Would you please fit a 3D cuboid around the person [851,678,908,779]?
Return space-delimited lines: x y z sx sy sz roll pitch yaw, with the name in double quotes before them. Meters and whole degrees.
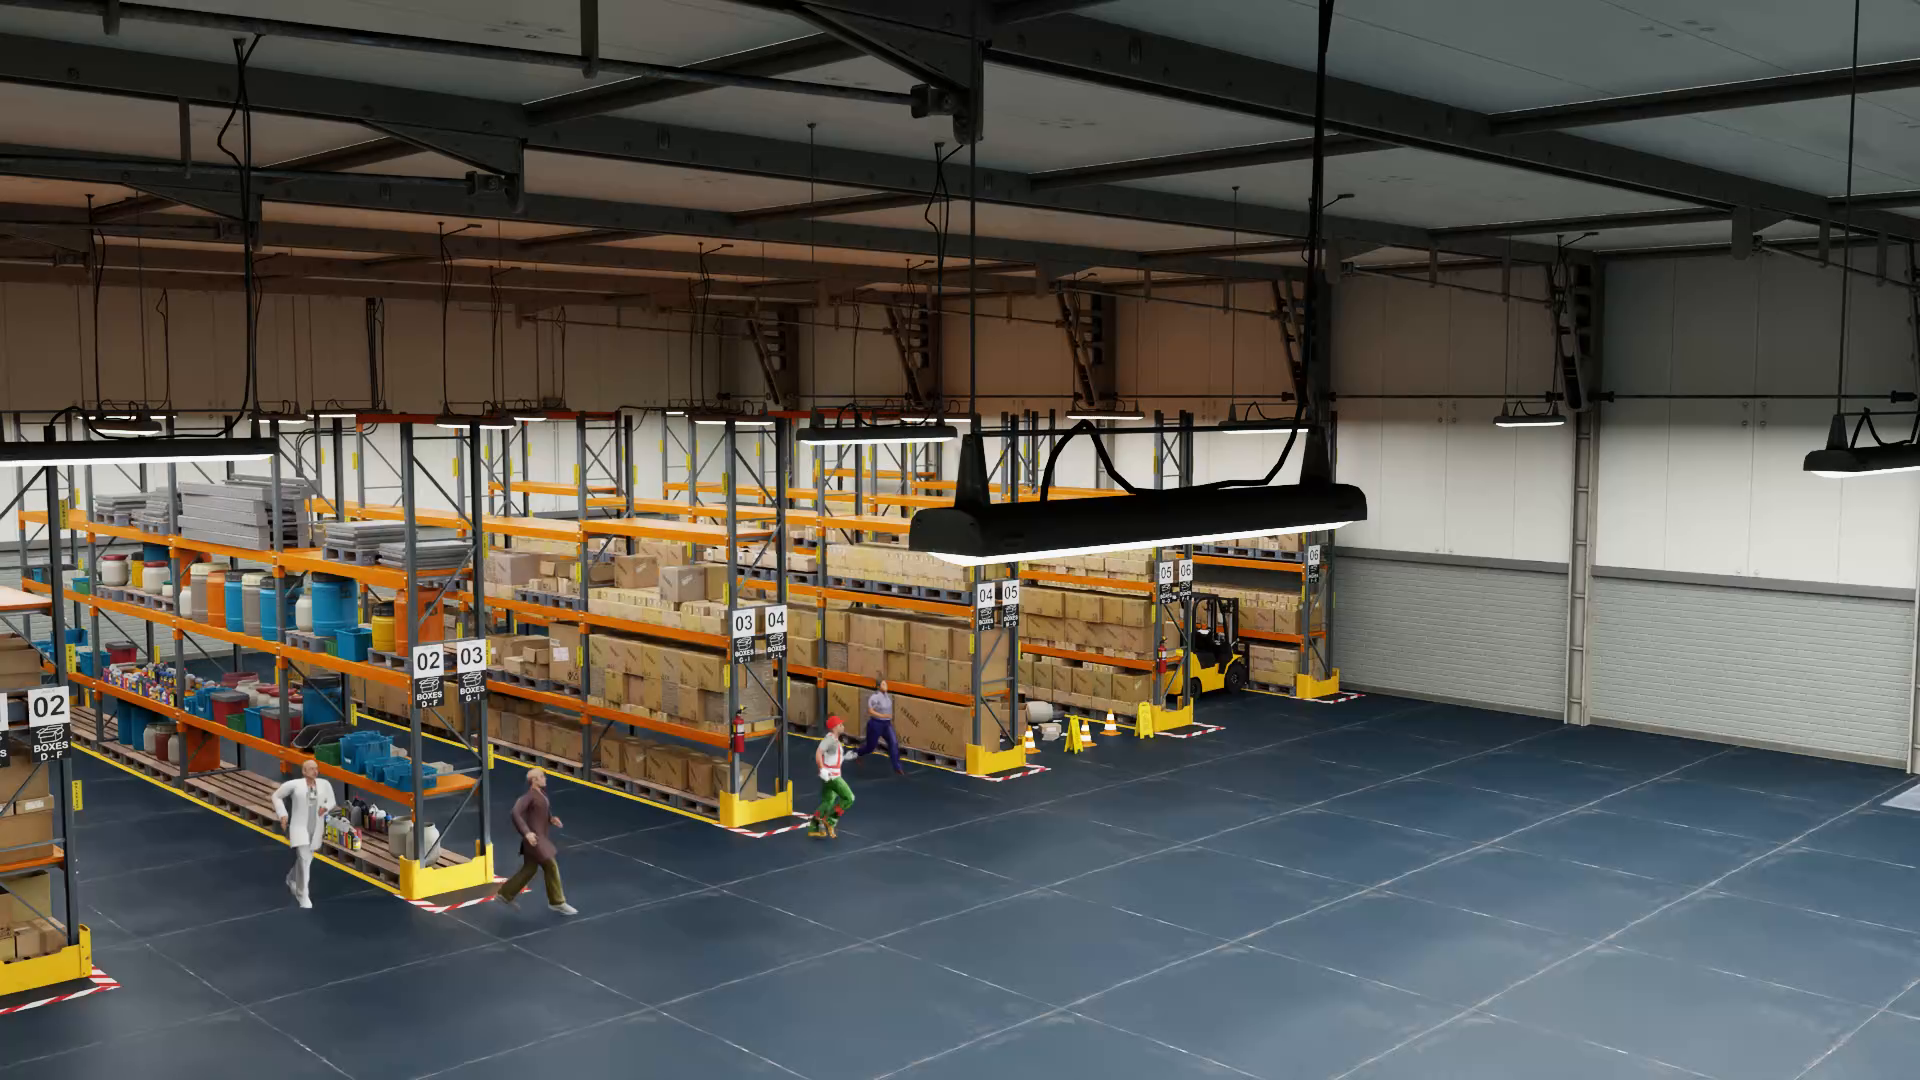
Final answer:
"person" -1.374 3.125 27.689 1.086 1.664 0.574 4 6 37

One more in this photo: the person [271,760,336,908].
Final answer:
"person" -8.219 3.669 20.901 0.839 1.850 0.711 5 7 43

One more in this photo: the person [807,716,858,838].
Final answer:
"person" -1.822 3.383 23.729 0.735 1.750 0.647 -1 5 -8

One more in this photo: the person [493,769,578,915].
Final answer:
"person" -5.194 3.681 20.291 1.002 1.799 0.720 -1 5 -12
